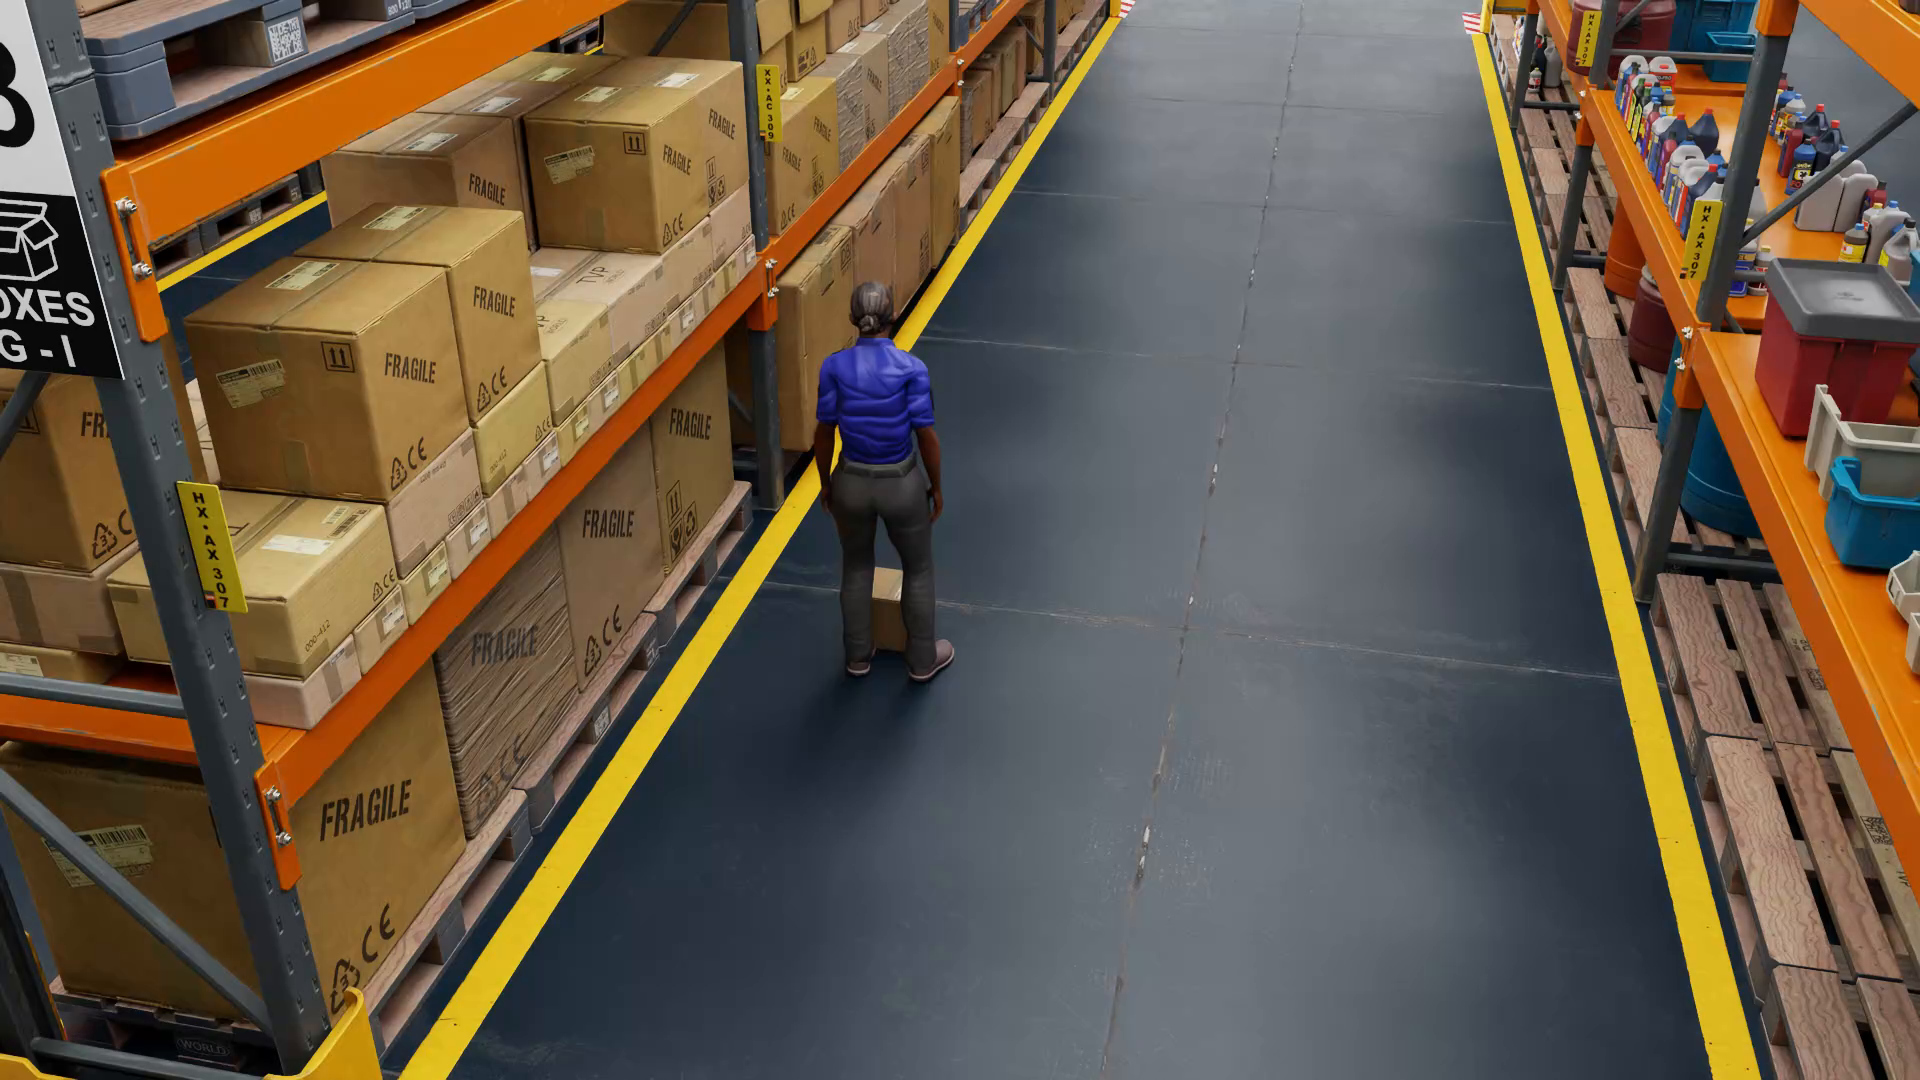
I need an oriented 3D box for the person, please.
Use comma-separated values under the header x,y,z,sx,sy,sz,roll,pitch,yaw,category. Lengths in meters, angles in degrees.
x,y,z,sx,sy,sz,roll,pitch,yaw,category
-0.299,-0.196,6.501,0.523,1.639,0.348,4,29,8,person
